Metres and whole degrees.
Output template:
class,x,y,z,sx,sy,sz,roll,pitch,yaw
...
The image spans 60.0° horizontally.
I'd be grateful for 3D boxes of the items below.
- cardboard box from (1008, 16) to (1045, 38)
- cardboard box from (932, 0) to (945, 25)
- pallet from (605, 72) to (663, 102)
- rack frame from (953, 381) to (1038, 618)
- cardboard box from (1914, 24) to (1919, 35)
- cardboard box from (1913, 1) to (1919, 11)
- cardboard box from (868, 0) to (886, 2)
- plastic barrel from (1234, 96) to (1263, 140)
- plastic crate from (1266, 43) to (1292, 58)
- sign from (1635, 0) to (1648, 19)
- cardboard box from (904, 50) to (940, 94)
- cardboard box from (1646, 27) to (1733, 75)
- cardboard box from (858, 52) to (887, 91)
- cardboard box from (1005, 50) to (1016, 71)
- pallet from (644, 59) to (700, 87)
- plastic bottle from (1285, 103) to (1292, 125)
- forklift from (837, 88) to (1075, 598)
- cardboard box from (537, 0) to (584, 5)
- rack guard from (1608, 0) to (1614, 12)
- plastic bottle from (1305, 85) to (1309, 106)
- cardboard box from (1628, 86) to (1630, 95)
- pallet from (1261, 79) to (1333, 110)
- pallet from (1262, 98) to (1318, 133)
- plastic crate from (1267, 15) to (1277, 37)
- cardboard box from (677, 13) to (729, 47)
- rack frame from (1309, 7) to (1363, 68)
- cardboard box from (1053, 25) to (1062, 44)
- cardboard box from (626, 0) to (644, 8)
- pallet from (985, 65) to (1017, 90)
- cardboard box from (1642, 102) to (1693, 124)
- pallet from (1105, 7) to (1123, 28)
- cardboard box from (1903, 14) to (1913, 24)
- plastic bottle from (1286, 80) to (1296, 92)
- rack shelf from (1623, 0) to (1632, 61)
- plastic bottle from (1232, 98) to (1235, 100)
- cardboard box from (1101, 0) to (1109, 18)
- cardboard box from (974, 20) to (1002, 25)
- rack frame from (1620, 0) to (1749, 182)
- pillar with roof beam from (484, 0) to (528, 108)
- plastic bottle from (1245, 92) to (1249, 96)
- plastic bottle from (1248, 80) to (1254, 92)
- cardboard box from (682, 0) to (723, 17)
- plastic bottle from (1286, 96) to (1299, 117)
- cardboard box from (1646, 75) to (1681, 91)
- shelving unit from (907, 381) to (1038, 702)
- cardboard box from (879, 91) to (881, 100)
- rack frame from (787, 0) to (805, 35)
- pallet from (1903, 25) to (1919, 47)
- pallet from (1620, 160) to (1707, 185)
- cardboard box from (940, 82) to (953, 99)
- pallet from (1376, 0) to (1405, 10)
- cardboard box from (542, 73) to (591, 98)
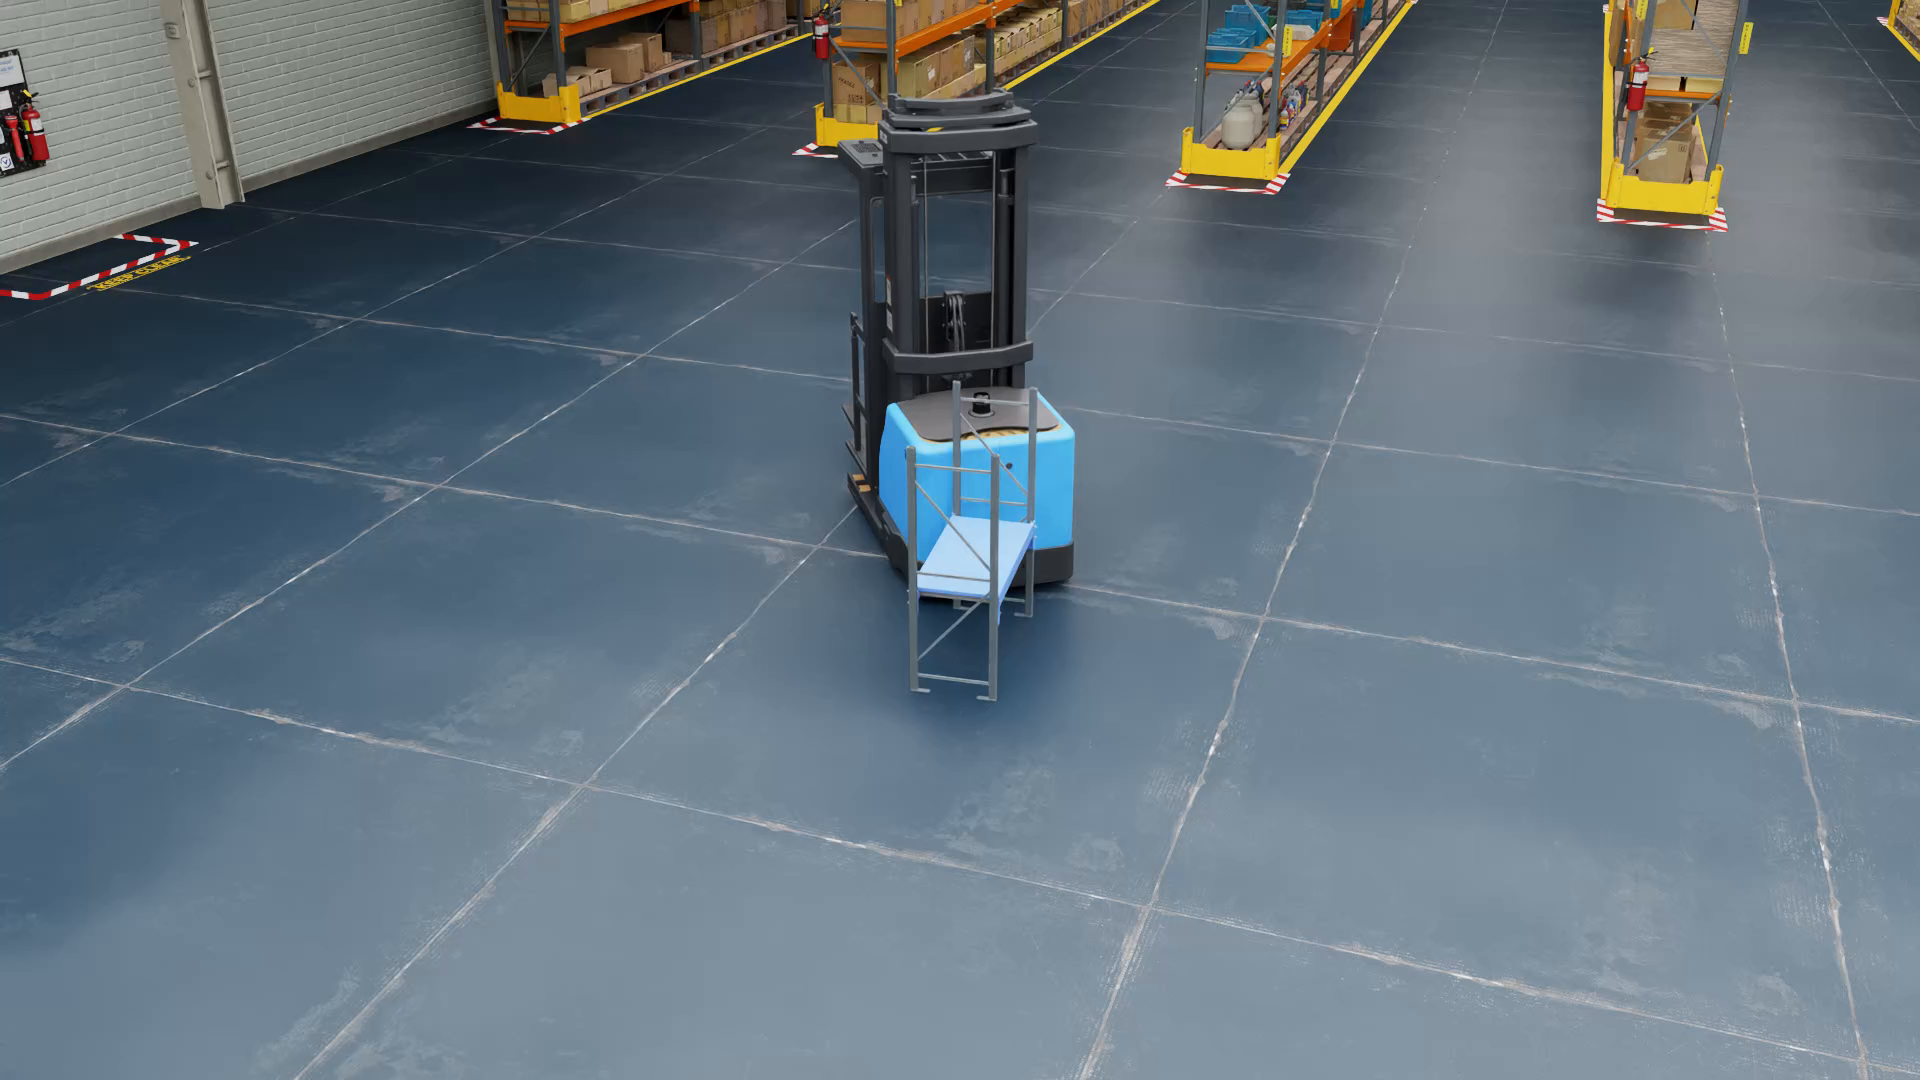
class,x,y,z,sx,sy,sz,roll,pitch,yaw
cardboard box,1.075,-8.407,27.201,0.500,0.311,0.500,9,27,17
cardboard box,-0.628,-7.460,23.100,0.700,0.500,0.500,10,27,19
pallet,-5.244,-6.909,25.278,1.003,0.211,1.213,9,27,17
rack frame,0.204,-0.225,9.995,0.500,1.500,0.032,6,26,12
cardboard box,16.823,-8.862,28.901,0.380,0.149,0.250,9,27,17
cardboard box,17.086,-9.428,29.387,0.380,0.149,0.250,9,27,18
cardboard box,-0.974,-7.055,21.520,0.380,0.149,0.250,9,27,17
plastic barrel,3.676,-5.425,21.385,0.421,0.512,0.421,0,26,0
plastic crate,3.963,-6.071,20.648,0.298,0.136,0.250,9,27,17
sign,7.516,-5.902,18.306,0.100,0.325,0.005,9,27,17
cardboard box,-0.601,-6.478,23.001,0.500,0.500,0.500,9,27,17
cardboard box,8.241,-5.551,18.816,0.875,0.500,0.500,9,27,17
cardboard box,-1.091,-6.554,23.156,0.500,0.500,0.500,9,27,17
cardboard box,0.562,-7.523,26.019,0.500,0.250,0.500,9,27,19
pallet,-4.840,-7.412,26.317,1.003,0.211,1.213,9,27,17
plastic bottle,4.373,-5.679,22.163,0.097,0.271,0.097,0,26,0
forklift,-0.172,-1.582,11.154,1.130,2.935,3.031,-7,27,-14
cardboard box,-5.538,-7.736,23.075,0.500,0.500,0.500,9,27,18
rack guard,13.365,-10.610,32.590,1.175,0.500,0.348,9,27,17
plastic bottle,4.844,-6.242,23.312,0.061,0.283,0.133,10,28,20
cardboard box,9.950,-6.539,23.677,0.700,0.500,0.500,6,27,13
pallet,4.918,-6.585,24.609,1.003,0.211,1.213,9,27,17
pallet,4.430,-5.987,23.373,1.003,0.211,1.213,9,27,17
plastic crate,3.975,-6.900,22.301,0.450,0.188,0.662,9,27,17
cardboard box,-4.296,-8.546,27.822,0.700,0.500,0.500,8,27,16
rack frame,6.024,-9.156,26.718,1.000,3.000,0.127,9,27,17
cardboard box,1.409,-8.575,28.193,0.500,0.250,0.500,9,27,19
cardboard box,-5.014,-8.032,24.546,0.500,0.250,0.500,9,27,18
pallet,0.231,-7.285,26.054,1.003,0.211,1.213,9,27,17
cardboard box,8.877,-5.196,20.926,0.500,0.500,0.500,6,27,13
pallet,2.450,-9.924,31.506,1.003,0.211,1.213,9,27,17
cardboard box,17.250,-9.390,29.990,0.380,0.149,0.250,9,27,18
plastic bottle,4.614,-6.232,23.214,0.144,0.351,0.185,9,27,17
rack shelf,10.029,-7.292,23.694,1.077,0.370,4.000,9,27,17
plastic bottle,3.715,-5.815,22.439,0.152,0.276,0.135,8,27,16
cardboard box,2.452,-9.940,30.701,0.500,0.500,0.500,9,27,18
cardboard box,0.394,-8.269,26.916,0.500,0.311,0.500,8,27,17
rack frame,8.032,-5.150,18.444,1.000,3.000,0.127,9,27,17
pillar with roof beam,-2.504,-9.794,21.152,9.100,9.000,0.400,9,27,17
plastic bottle,3.956,-6.067,22.964,0.097,0.271,0.097,0,26,0
plastic bottle,4.033,-6.246,23.243,0.144,0.351,0.185,10,27,19
cardboard box,-4.277,-8.845,27.580,0.500,0.250,0.500,8,27,16
plastic bottle,4.521,-5.900,22.614,0.152,0.276,0.135,9,27,18
cardboard box,7.933,-5.184,18.803,0.380,0.149,0.250,9,27,17
shelving unit,0.084,-0.010,9.550,0.538,1.500,1.048,6,26,12
cardboard box,-1.253,-6.010,22.894,0.500,0.250,0.500,9,27,17
rack frame,-3.318,-10.592,29.685,1.000,3.000,0.127,9,27,17
pallet,17.264,-8.850,29.285,1.003,0.211,1.213,9,27,17
pallet,8.361,-4.255,19.795,1.003,0.211,1.213,9,27,17
cardboard box,-0.419,-6.344,23.583,0.500,0.250,0.500,9,27,17
pallet,8.375,-10.855,33.427,1.003,0.211,1.213,9,27,17
cardboard box,-5.666,-6.564,23.945,0.500,0.311,0.500,6,26,12
